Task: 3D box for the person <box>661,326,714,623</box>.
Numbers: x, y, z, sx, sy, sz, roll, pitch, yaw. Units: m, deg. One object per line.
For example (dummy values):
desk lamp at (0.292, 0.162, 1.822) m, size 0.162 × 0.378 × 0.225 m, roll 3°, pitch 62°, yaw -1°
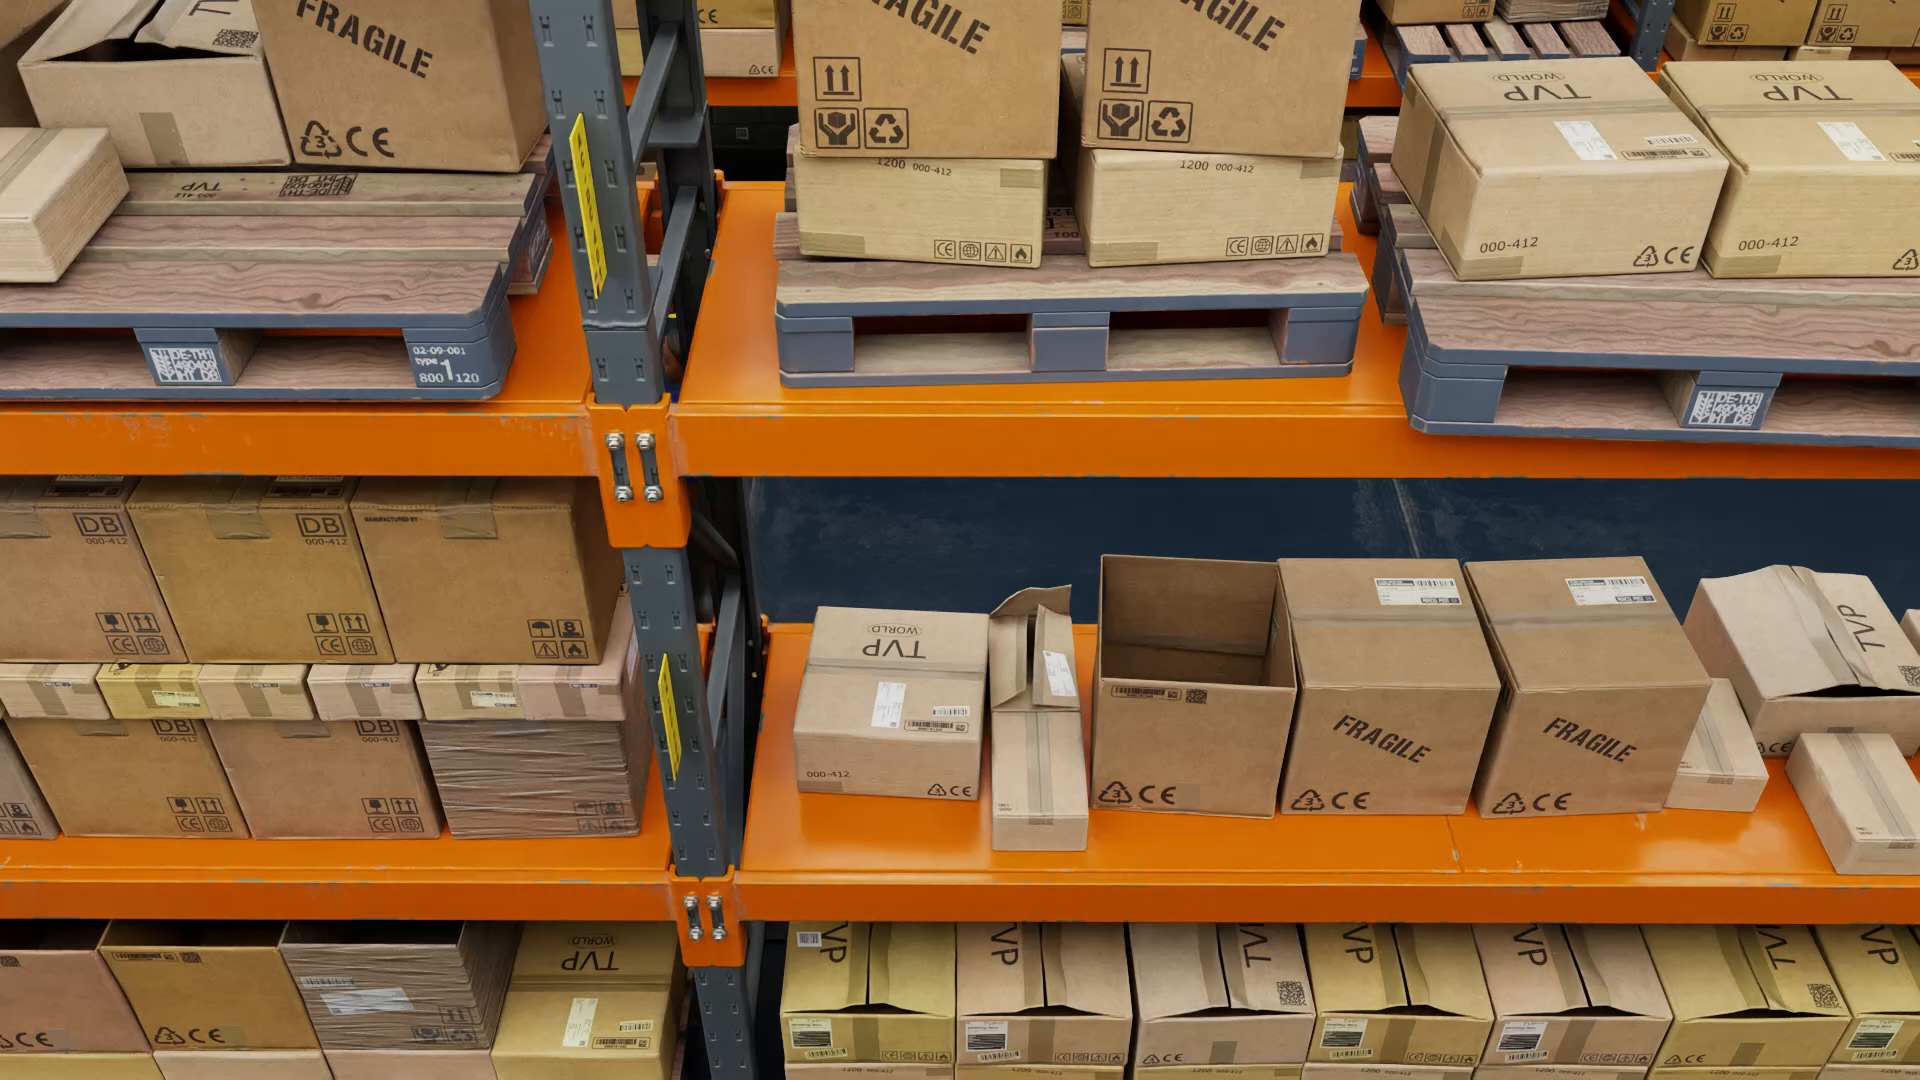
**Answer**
person at (-1.005, -0.115, 6.280) m, size 0.781 × 1.624 × 0.463 m, roll 3°, pitch 40°, yaw 4°
